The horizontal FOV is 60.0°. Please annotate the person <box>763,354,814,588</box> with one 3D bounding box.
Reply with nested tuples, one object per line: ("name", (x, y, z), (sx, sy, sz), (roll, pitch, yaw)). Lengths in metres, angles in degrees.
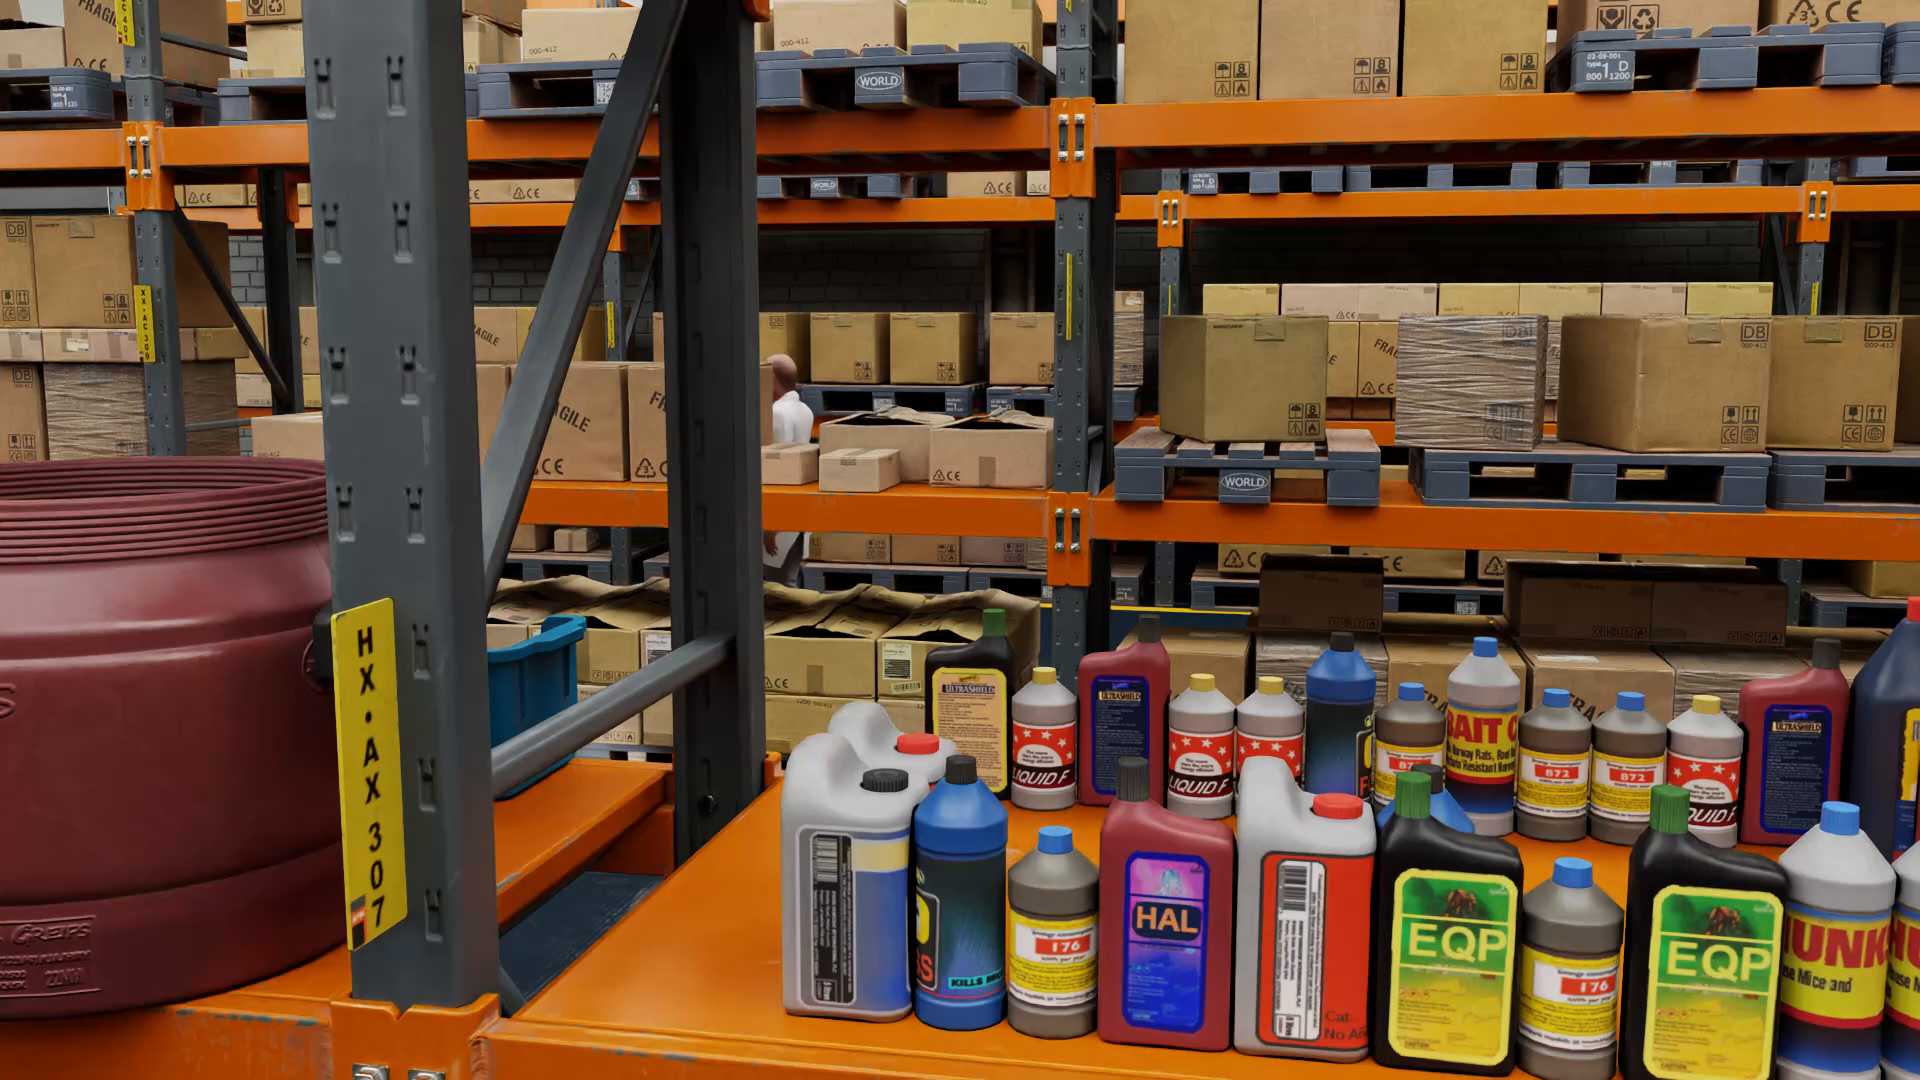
("person", (-1.024, -0.079, 8.991), (0.413, 1.847, 0.625), (2, 8, 13))
